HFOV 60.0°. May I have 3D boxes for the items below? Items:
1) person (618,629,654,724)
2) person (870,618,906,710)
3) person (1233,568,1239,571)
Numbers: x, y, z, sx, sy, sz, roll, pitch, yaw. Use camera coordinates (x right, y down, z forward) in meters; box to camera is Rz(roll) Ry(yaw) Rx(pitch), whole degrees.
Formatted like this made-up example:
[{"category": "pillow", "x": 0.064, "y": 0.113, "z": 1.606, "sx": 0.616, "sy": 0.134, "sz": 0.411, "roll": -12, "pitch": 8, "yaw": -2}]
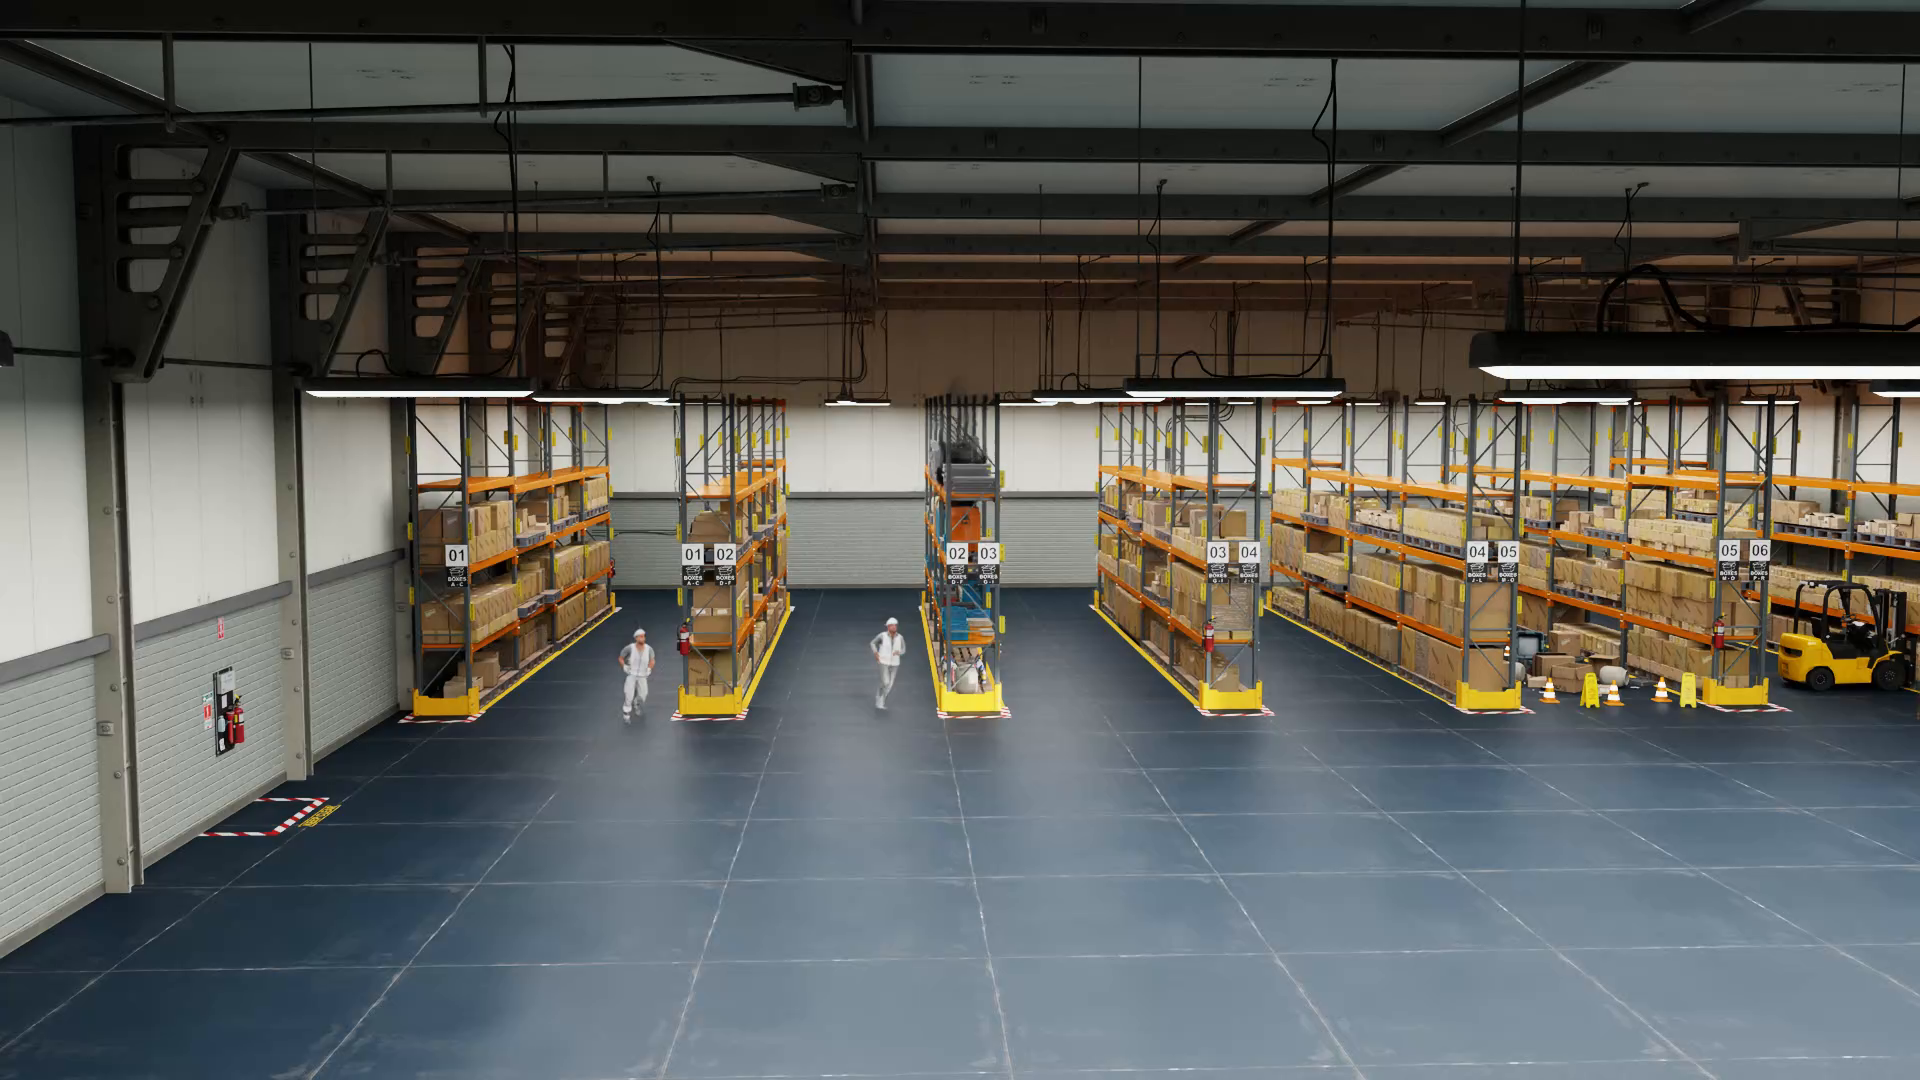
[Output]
[{"category": "person", "x": -5.890, "y": 2.480, "z": 30.365, "sx": 0.664, "sy": 1.705, "sz": 0.534, "roll": -2, "pitch": 5, "yaw": -21}, {"category": "person", "x": -1.348, "y": 2.350, "z": 31.689, "sx": 0.633, "sy": 1.749, "sz": 0.635, "roll": -2, "pitch": 5, "yaw": -24}, {"category": "person", "x": 7.930, "y": 1.099, "z": 48.412, "sx": 0.511, "sy": 1.613, "sz": 0.585, "roll": -2, "pitch": 5, "yaw": -25}]
